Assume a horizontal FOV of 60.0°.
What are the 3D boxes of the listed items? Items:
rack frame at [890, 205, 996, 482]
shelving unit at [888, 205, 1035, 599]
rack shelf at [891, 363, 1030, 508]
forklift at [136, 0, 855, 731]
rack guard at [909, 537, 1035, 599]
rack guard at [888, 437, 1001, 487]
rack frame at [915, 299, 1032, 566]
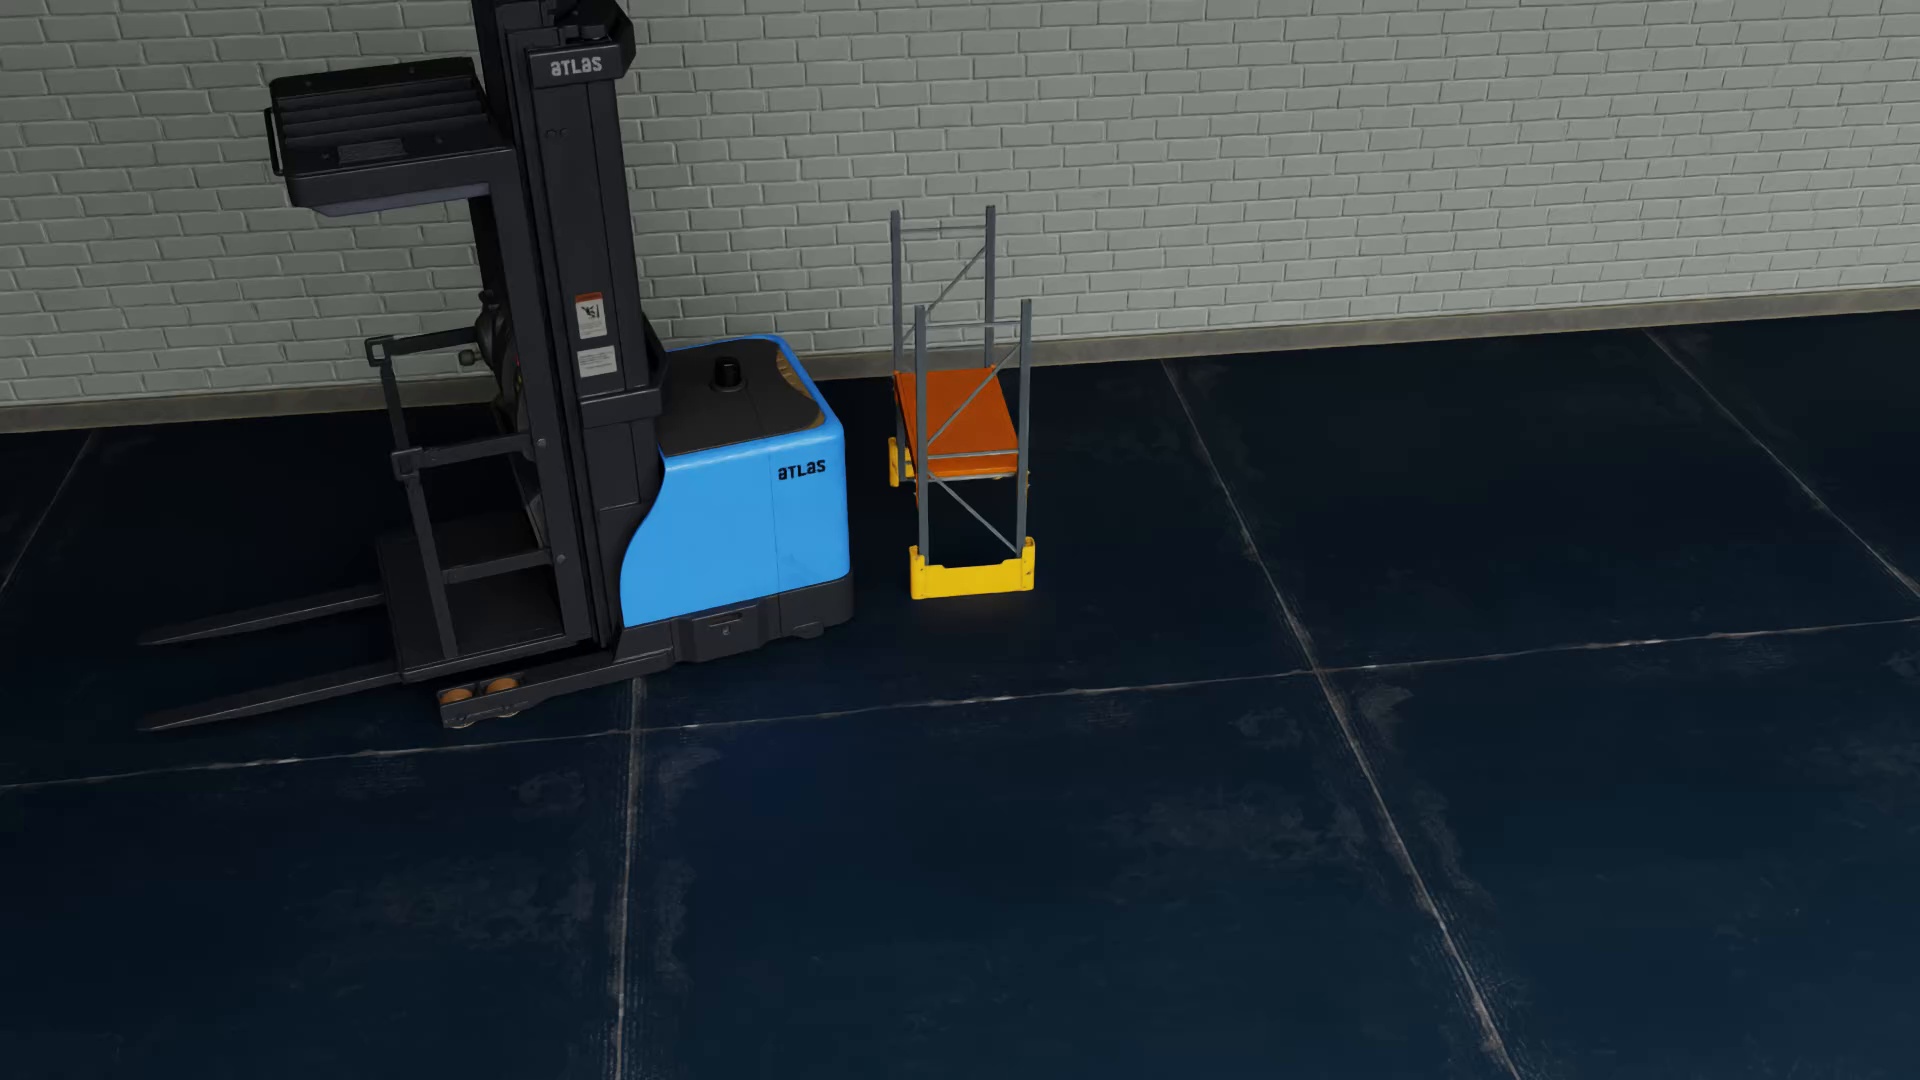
[{"bbox_3d":[-0.080,-0.951,8.314,0.500,1.500,0.032,-4,35,-6],"label":"rack frame"},{"bbox_3d":[-0.010,-0.662,7.890,0.587,1.500,1.083,-4,35,-6],"label":"shelving unit"},{"bbox_3d":[-0.011,-0.519,7.999,0.538,0.185,1.000,-4,35,-6],"label":"rack shelf"},{"bbox_3d":[-2.051,-0.749,6.746,3.031,2.935,1.130,-13,36,-18],"label":"forklift"},{"bbox_3d":[0.057,0.132,7.834,0.587,0.250,0.087,-4,35,-6],"label":"rack guard"},{"bbox_3d":[-0.077,-0.424,8.650,0.587,0.250,0.087,-4,35,-6],"label":"rack guard"},{"bbox_3d":[0.057,-0.384,7.481,0.500,1.500,0.032,-4,35,-6],"label":"rack frame"}]
